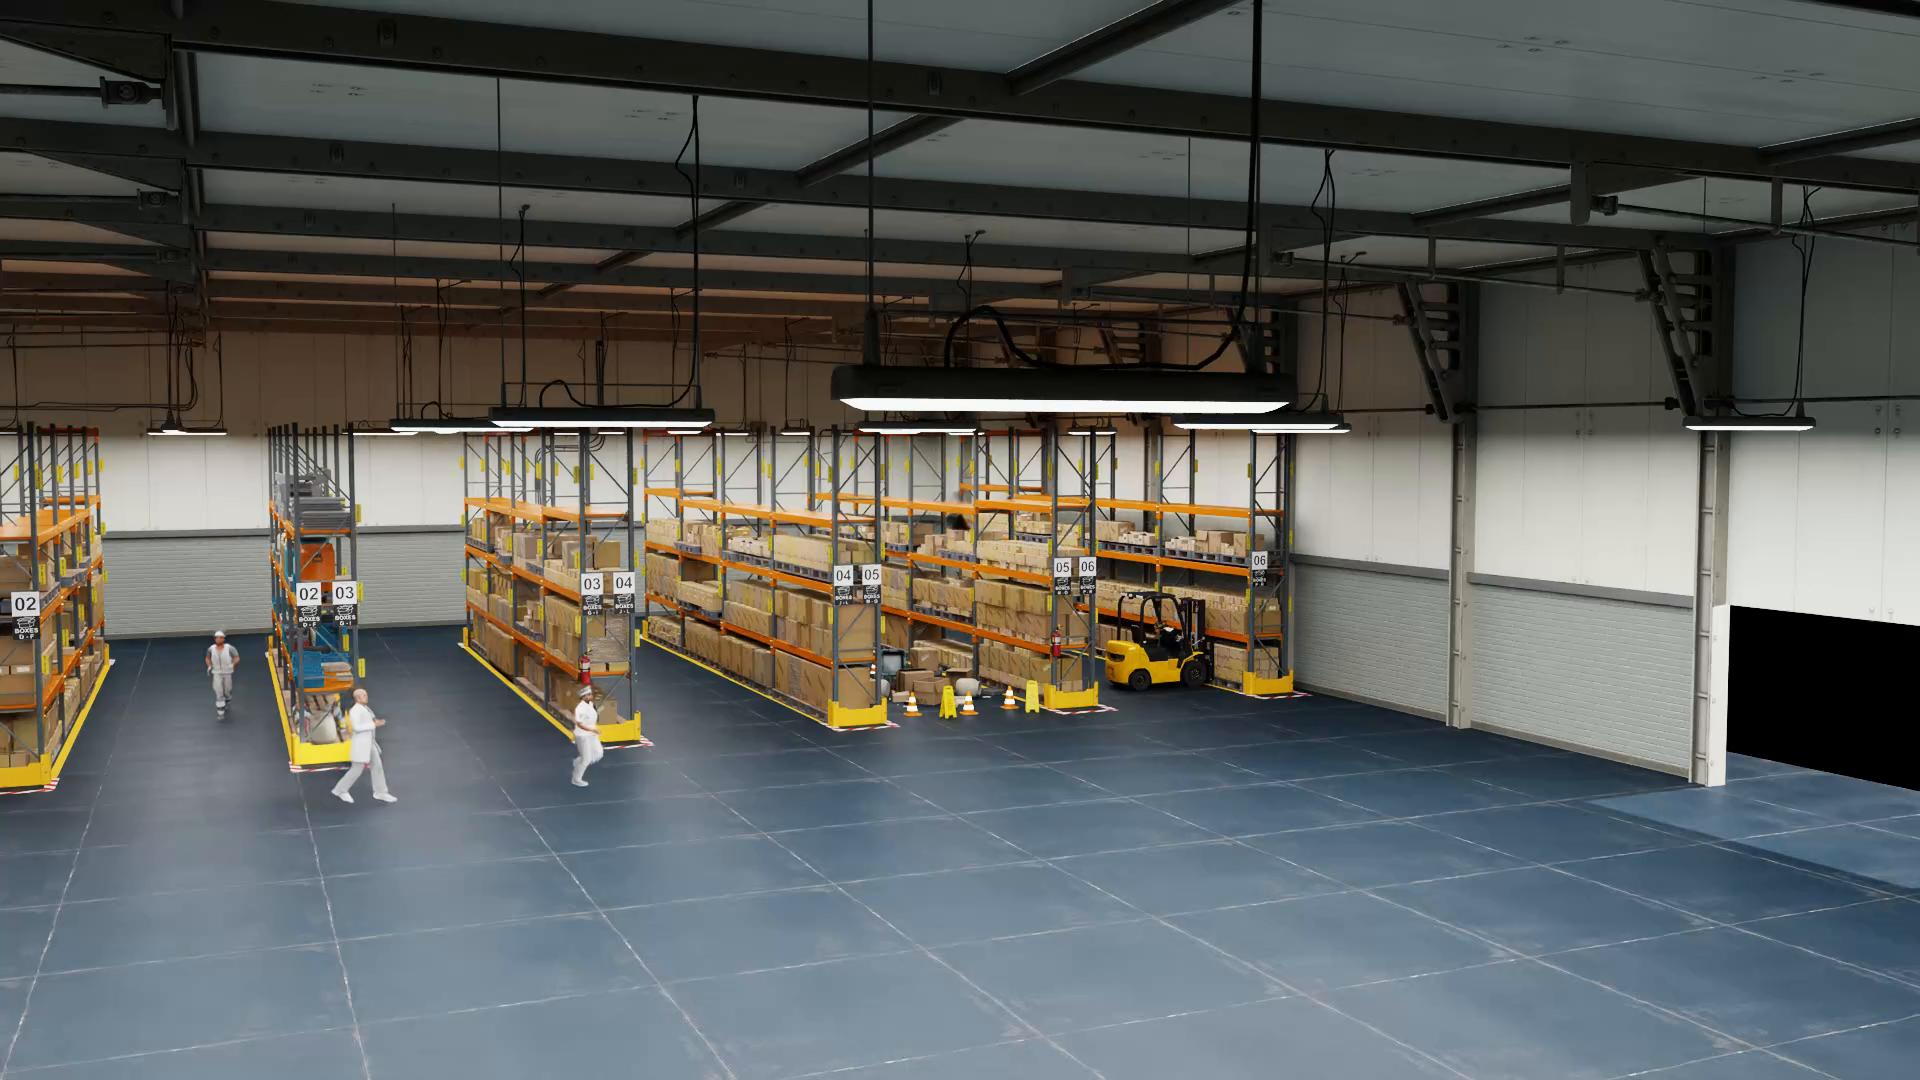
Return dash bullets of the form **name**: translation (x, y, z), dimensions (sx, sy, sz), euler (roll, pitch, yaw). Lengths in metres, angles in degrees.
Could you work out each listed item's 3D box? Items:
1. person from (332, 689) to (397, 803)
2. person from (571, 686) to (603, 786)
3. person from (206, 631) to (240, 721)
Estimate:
- **person**: translation (-9.305, 3.211, 25.928), dimensions (0.970, 1.791, 0.698), euler (0, 3, 0)
- **person**: translation (-6.139, 3.222, 27.467), dimensions (0.618, 1.659, 0.596), euler (1, 4, 15)
- **person**: translation (-15.040, 2.745, 33.931), dimensions (0.648, 1.787, 0.867), euler (-1, 4, -17)
